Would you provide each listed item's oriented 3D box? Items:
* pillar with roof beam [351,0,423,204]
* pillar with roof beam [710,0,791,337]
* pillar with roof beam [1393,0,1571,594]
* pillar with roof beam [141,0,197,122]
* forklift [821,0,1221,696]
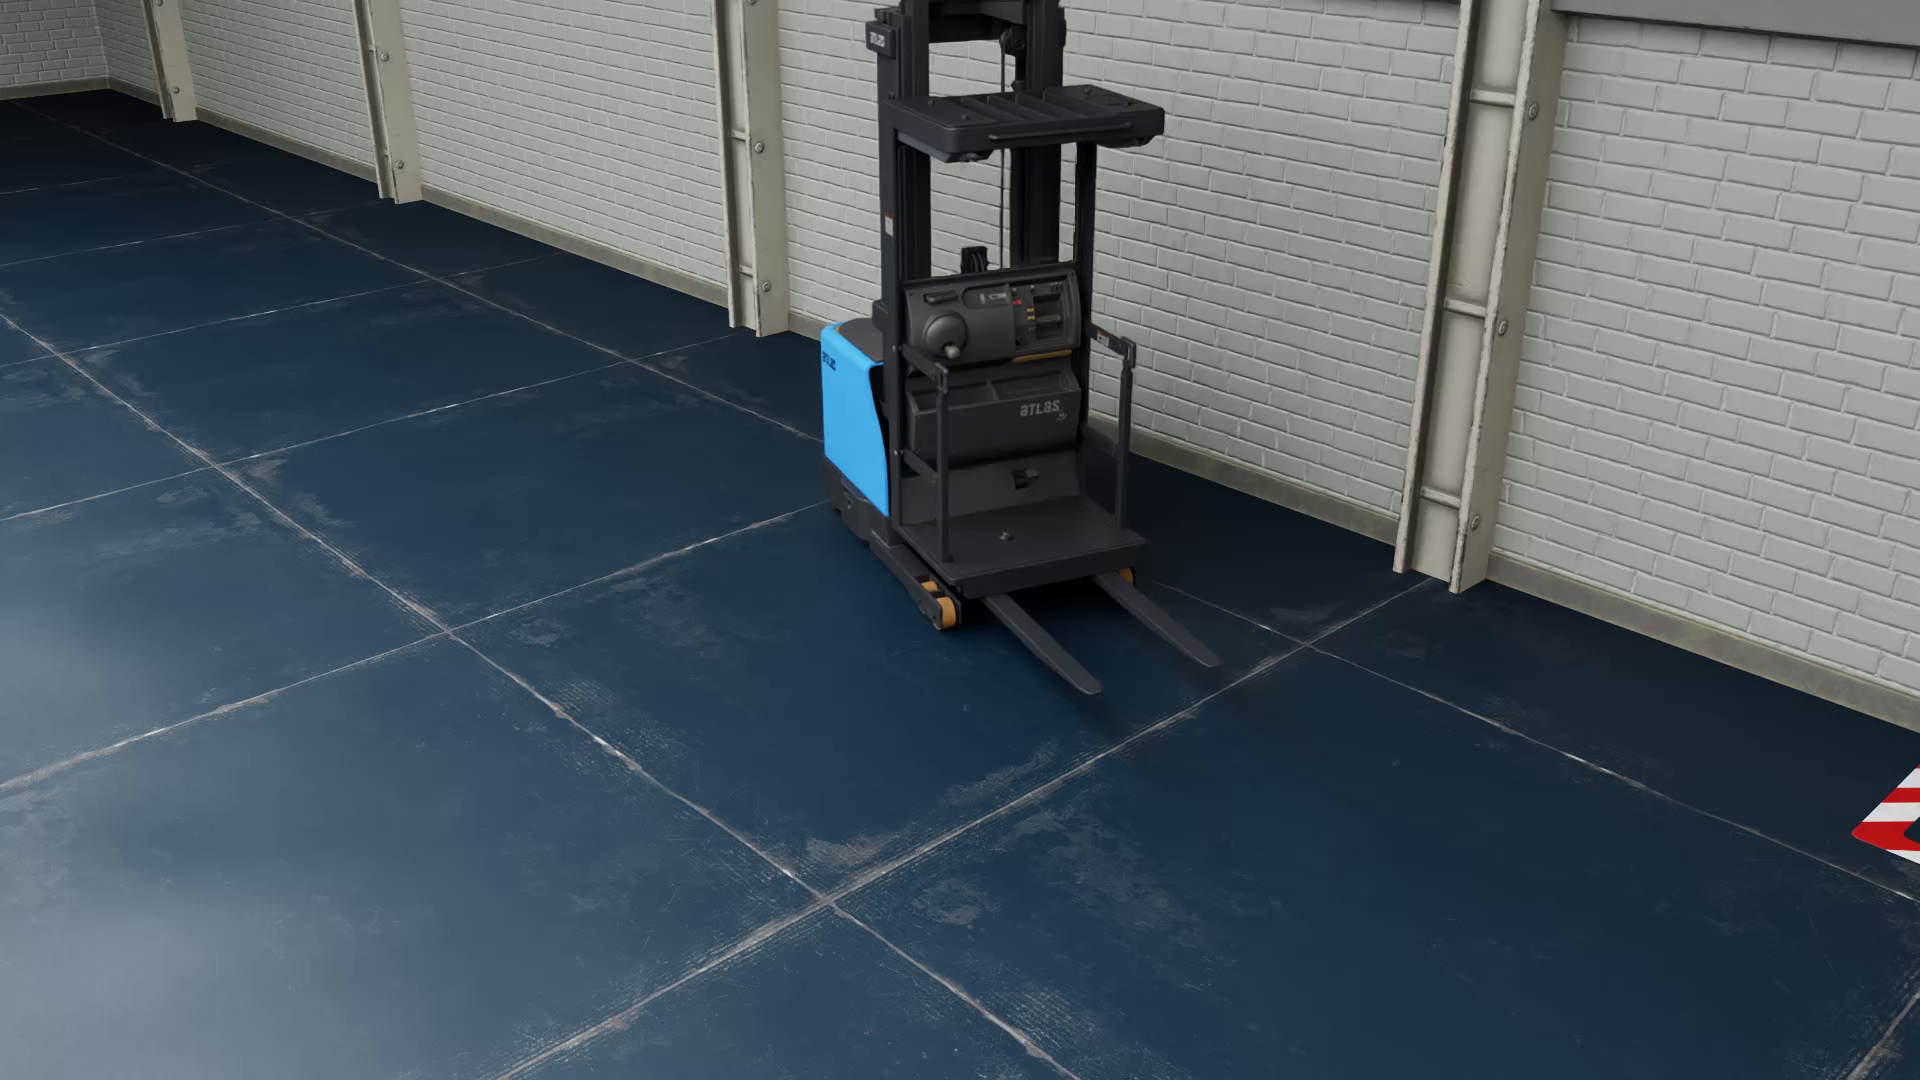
[{"bbox_3d":[-8.784,-6.332,12.287,9.100,9.000,0.400,-21,32,-38],"label":"pillar with roof beam"},{"bbox_3d":[-4.683,-4.514,8.303,9.100,9.000,0.400,-21,32,-38],"label":"pillar with roof beam"},{"bbox_3d":[-0.582,-2.696,4.318,9.100,9.000,0.400,-21,32,-38],"label":"pillar with roof beam"},{"bbox_3d":[-12.885,-8.150,16.272,9.100,9.000,0.400,-21,32,-38],"label":"pillar with roof beam"},{"bbox_3d":[0.261,-1.088,8.103,1.130,2.935,3.031,-10,27,-22],"label":"forklift"}]
